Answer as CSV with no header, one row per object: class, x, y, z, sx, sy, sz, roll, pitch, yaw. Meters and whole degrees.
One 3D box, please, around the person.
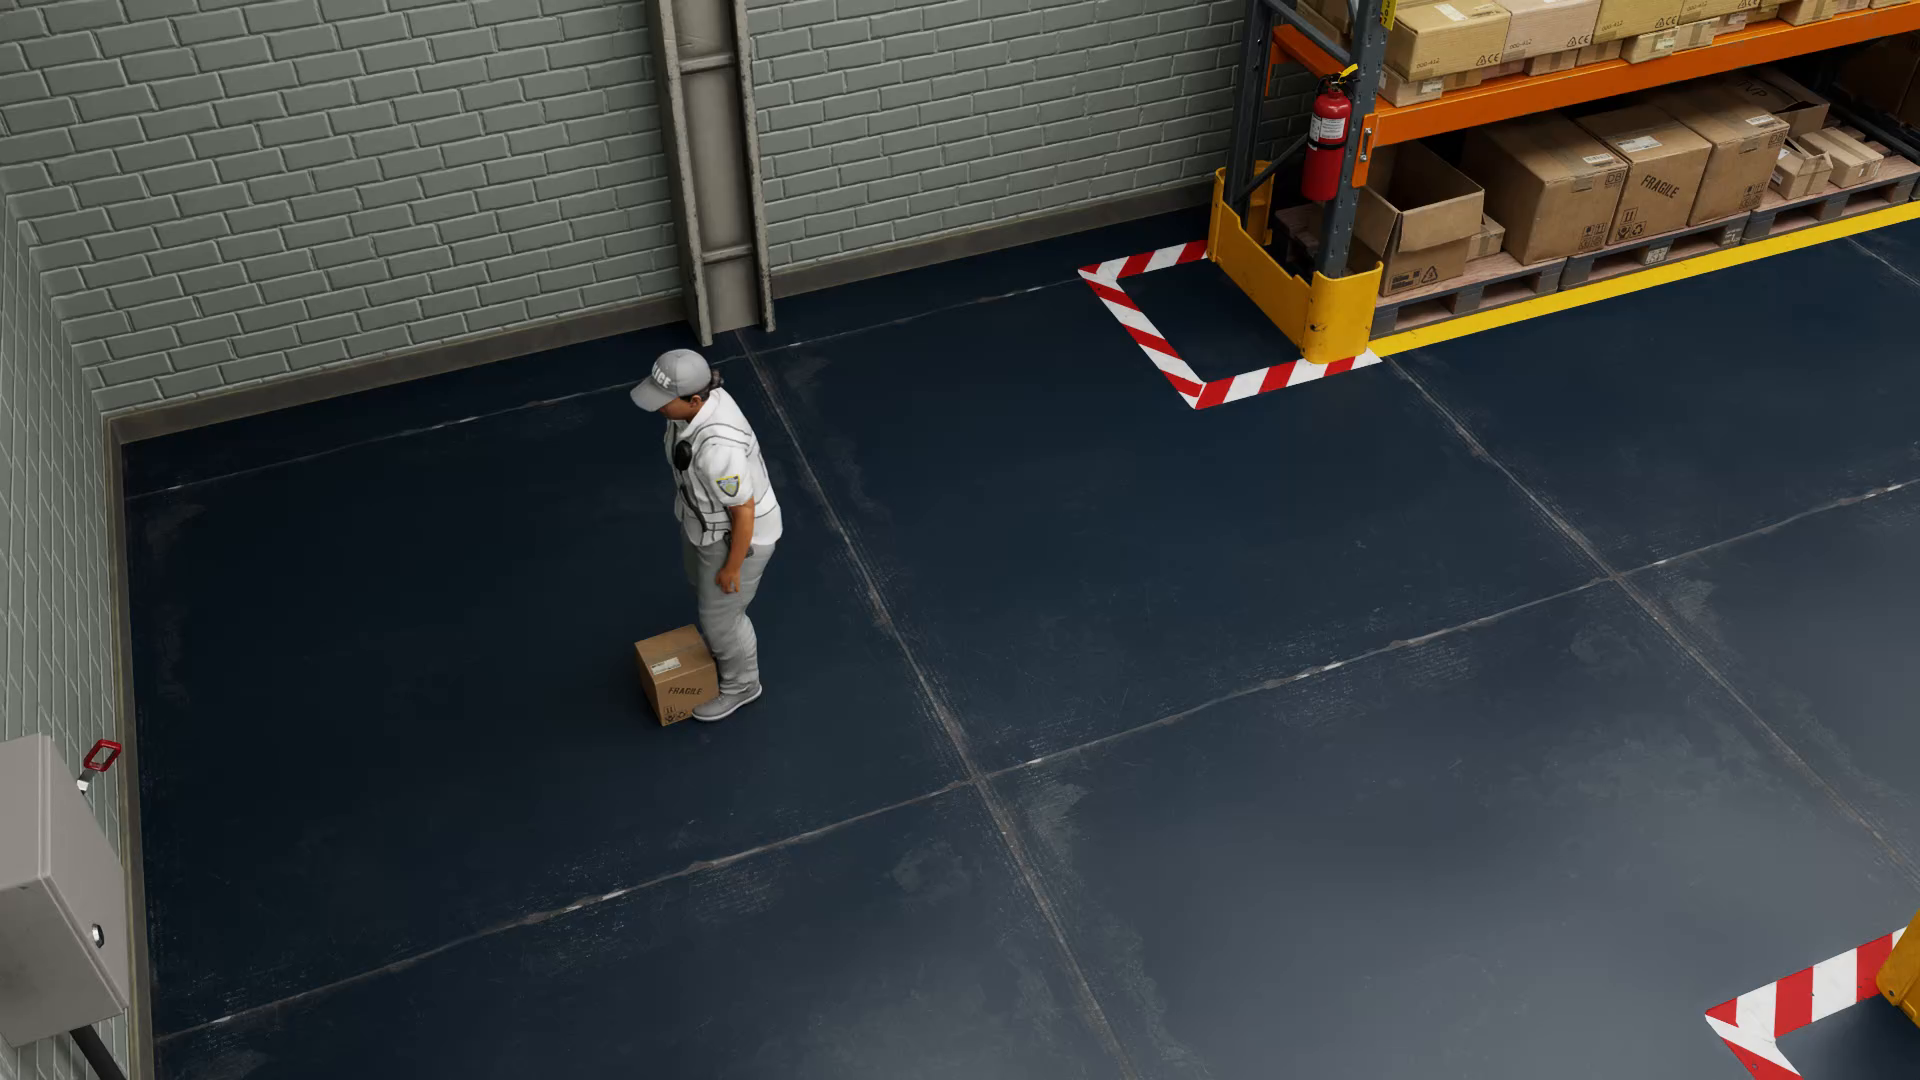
person,-0.920,-0.046,6.205,0.463,1.667,0.562,-17,45,-18
